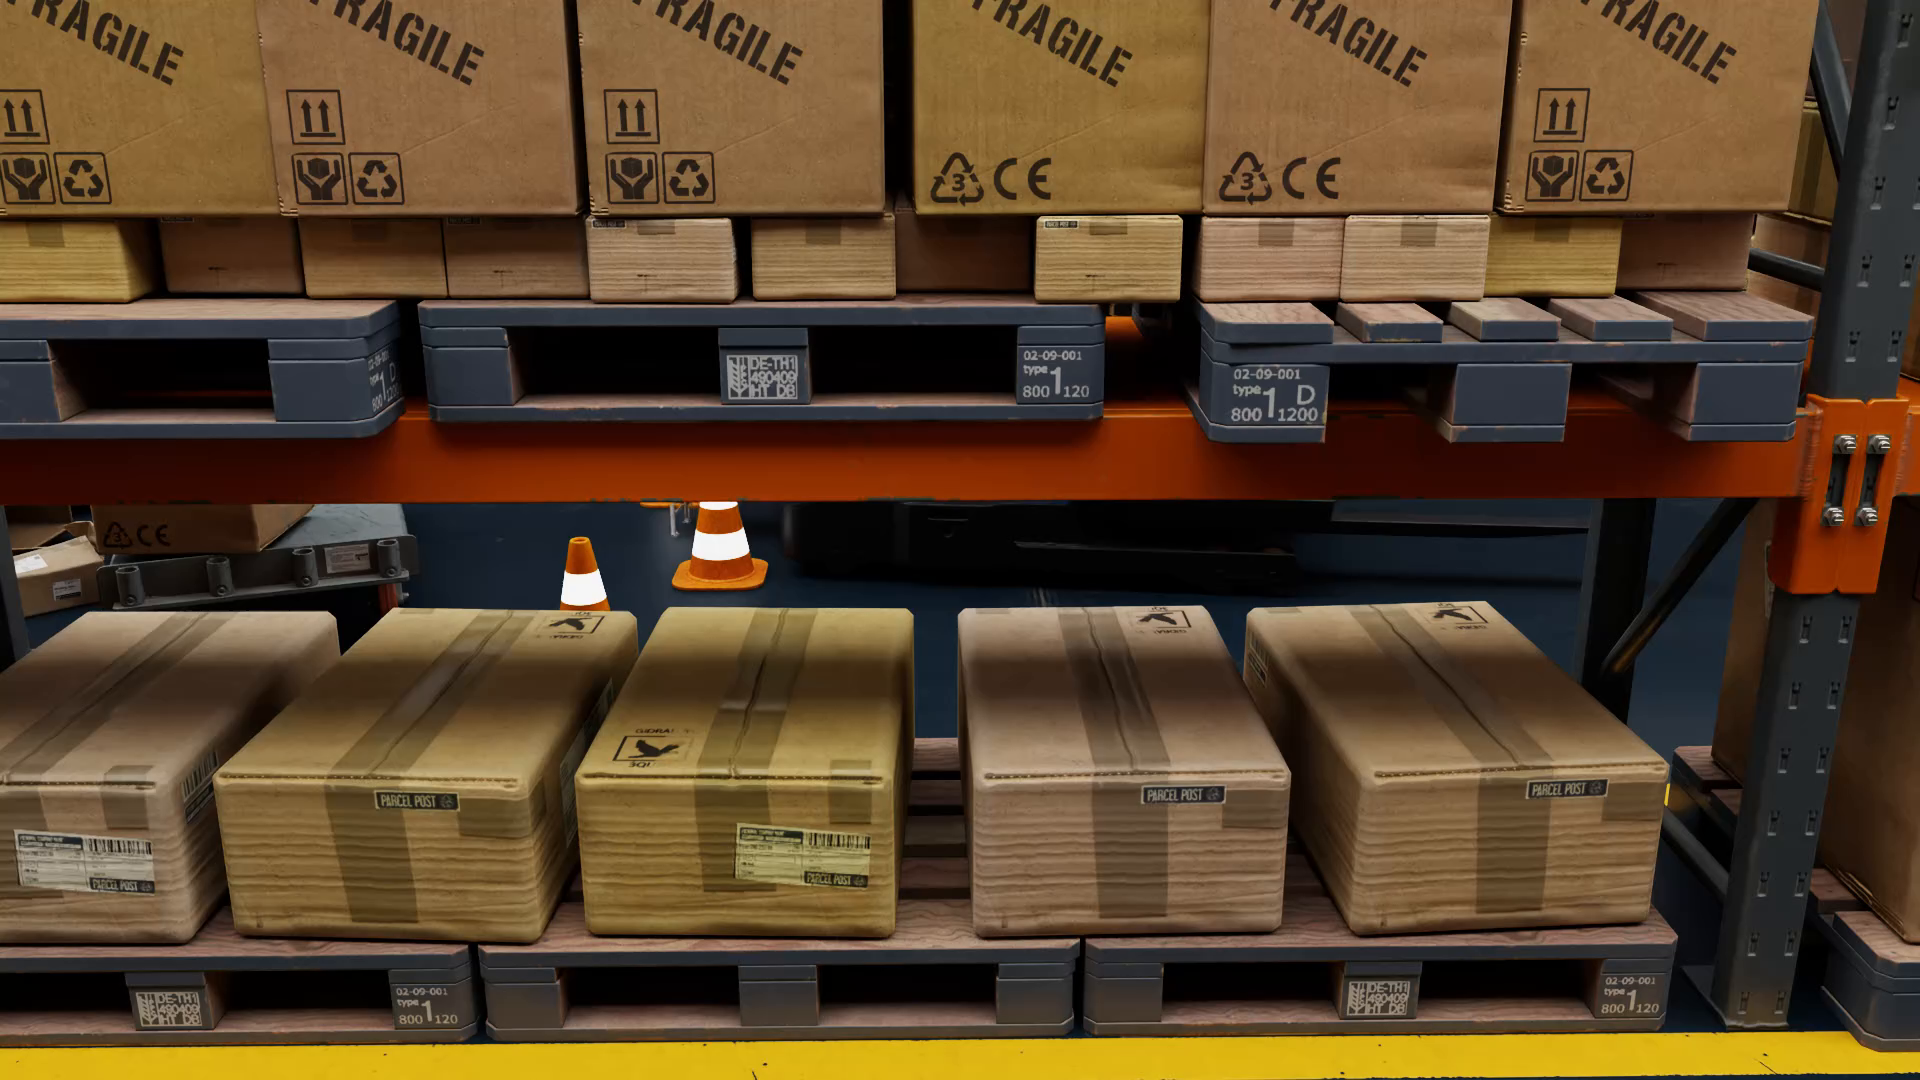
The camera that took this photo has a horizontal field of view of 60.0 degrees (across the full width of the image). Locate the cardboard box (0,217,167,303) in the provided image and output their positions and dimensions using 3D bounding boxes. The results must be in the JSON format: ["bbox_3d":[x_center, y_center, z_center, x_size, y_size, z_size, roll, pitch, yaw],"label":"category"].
[{"bbox_3d":[-1.566,-0.540,3.043,0.250,0.149,0.380,0,18,0],"label":"cardboard box"}]

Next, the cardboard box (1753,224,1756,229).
[{"bbox_3d":[4.191,-1.392,8.154,0.500,0.250,0.500,1,18,2],"label":"cardboard box"}]

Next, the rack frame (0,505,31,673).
[{"bbox_3d":[-2.374,-0.555,3.366,0.127,3.000,1.000,0,18,-1],"label":"rack frame"}]

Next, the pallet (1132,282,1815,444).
[{"bbox_3d":[0.915,-0.447,3.343,1.003,0.211,1.213,0,18,-1],"label":"pallet"}]

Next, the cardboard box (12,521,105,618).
[{"bbox_3d":[-3.222,0.096,5.815,0.396,0.266,0.258,-15,23,-39],"label":"cardboard box"}]

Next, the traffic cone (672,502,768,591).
[{"bbox_3d":[-0.882,-0.087,6.062,0.334,0.463,0.336,0,18,-1],"label":"traffic cone"}]

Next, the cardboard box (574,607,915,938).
[{"bbox_3d":[-0.435,0.485,3.740,0.625,0.372,0.950,0,18,1],"label":"cardboard box"}]

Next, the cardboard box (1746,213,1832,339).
[{"bbox_3d":[2.127,-0.584,3.704,0.500,0.250,0.500,-1,18,-3],"label":"cardboard box"}]

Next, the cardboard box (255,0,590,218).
[{"bbox_3d":[-0.905,-0.859,2.978,0.500,0.500,0.500,0,18,-1],"label":"cardboard box"}]

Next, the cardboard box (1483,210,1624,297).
[{"bbox_3d":[1.035,-0.558,3.099,0.250,0.149,0.380,0,18,0],"label":"cardboard box"}]

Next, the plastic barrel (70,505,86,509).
[{"bbox_3d":[-3.663,-0.365,6.993,0.421,0.421,0.512,14,22,37],"label":"plastic barrel"}]

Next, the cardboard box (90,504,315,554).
[{"bbox_3d":[-2.432,-0.269,5.327,0.500,0.500,0.500,0,18,-1],"label":"cardboard box"}]

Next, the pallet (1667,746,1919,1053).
[{"bbox_3d":[2.415,0.773,3.792,1.213,0.211,1.003,0,18,-1],"label":"pallet"}]

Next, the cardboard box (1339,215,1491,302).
[{"bbox_3d":[0.784,-0.543,3.052,0.250,0.149,0.380,0,18,-1],"label":"cardboard box"}]

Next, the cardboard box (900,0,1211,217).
[{"bbox_3d":[0.154,-0.867,3.003,0.500,0.500,0.500,-1,18,-5],"label":"cardboard box"}]

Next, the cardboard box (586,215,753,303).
[{"bbox_3d":[-0.512,-0.539,3.041,0.250,0.149,0.380,0,18,1],"label":"cardboard box"}]

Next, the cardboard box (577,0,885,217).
[{"bbox_3d":[-0.392,-0.865,2.996,0.500,0.500,0.500,-1,18,-3],"label":"cardboard box"}]

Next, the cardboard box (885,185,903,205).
[{"bbox_3d":[-0.057,-0.698,3.536,0.250,0.149,0.380,0,18,1],"label":"cardboard box"}]

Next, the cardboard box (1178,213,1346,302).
[{"bbox_3d":[0.532,-0.544,3.056,0.250,0.149,0.380,-1,18,-3],"label":"cardboard box"}]

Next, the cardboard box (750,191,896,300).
[{"bbox_3d":[-0.246,-0.549,3.073,0.250,0.149,0.380,-1,18,-3],"label":"cardboard box"}]

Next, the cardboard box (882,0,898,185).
[{"bbox_3d":[-0.380,-1.022,3.486,0.500,0.500,0.500,-1,18,-3],"label":"cardboard box"}]

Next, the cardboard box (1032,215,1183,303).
[{"bbox_3d":[0.257,-0.538,3.039,0.250,0.149,0.380,0,18,0],"label":"cardboard box"}]

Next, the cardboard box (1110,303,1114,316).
[{"bbox_3d":[0.836,-1.239,8.494,0.750,0.750,1.050,-1,18,-2],"label":"cardboard box"}]

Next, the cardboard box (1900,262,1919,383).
[{"bbox_3d":[2.119,-0.428,3.217,0.500,0.250,0.500,-1,18,-2],"label":"cardboard box"}]

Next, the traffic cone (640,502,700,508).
[{"bbox_3d":[-1.188,-0.403,7.047,0.334,0.463,0.336,0,18,-1],"label":"traffic cone"}]

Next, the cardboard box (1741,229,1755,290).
[{"bbox_3d":[3.663,-1.385,8.133,0.500,0.250,0.500,-1,18,-3],"label":"cardboard box"}]

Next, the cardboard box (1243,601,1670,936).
[{"bbox_3d":[1.061,0.477,3.765,0.625,0.372,0.950,-1,18,-5],"label":"cardboard box"}]

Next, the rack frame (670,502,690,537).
[{"bbox_3d":[-1.124,-0.619,6.513,0.015,1.200,0.240,2,18,5],"label":"rack frame"}]

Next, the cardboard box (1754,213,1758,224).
[{"bbox_3d":[4.171,-1.545,8.631,0.500,0.250,0.500,0,18,1],"label":"cardboard box"}]

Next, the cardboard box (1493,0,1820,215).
[{"bbox_3d":[1.176,-0.876,3.030,0.500,0.500,0.500,-1,18,-2],"label":"cardboard box"}]

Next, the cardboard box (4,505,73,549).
[{"bbox_3d":[-3.722,-0.200,6.125,0.503,0.637,0.797,0,18,-1],"label":"cardboard box"}]

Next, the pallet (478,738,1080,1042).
[{"bbox_3d":[-0.372,0.762,3.826,1.213,0.211,1.003,0,18,-1],"label":"pallet"}]

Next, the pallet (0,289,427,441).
[{"bbox_3d":[-1.607,-0.423,3.268,1.213,0.211,1.003,0,18,-1],"label":"pallet"}]

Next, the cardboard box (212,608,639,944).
[{"bbox_3d":[-1.131,0.489,3.728,0.625,0.372,0.950,1,18,3],"label":"cardboard box"}]

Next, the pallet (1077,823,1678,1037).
[{"bbox_3d":[0.844,0.757,3.842,1.213,0.211,1.003,0,18,-1],"label":"pallet"}]

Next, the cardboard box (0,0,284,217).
[{"bbox_3d":[-1.400,-0.861,2.983,0.500,0.500,0.500,0,18,-1],"label":"cardboard box"}]

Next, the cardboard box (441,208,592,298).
[{"bbox_3d":[-0.779,-0.554,3.086,0.250,0.149,0.380,0,18,0],"label":"cardboard box"}]

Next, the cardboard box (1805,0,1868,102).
[{"bbox_3d":[2.139,-1.180,3.515,0.500,0.500,0.500,-1,18,-2],"label":"cardboard box"}]

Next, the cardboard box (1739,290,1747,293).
[{"bbox_3d":[3.684,-1.030,8.254,0.500,0.500,0.500,-1,18,-2],"label":"cardboard box"}]

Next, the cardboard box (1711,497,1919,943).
[{"bbox_3d":[2.318,0.260,3.618,0.875,0.875,0.875,0,18,-1],"label":"cardboard box"}]

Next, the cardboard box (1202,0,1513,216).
[{"bbox_3d":[0.659,-0.870,3.012,0.500,0.500,0.500,-1,18,-2],"label":"cardboard box"}]

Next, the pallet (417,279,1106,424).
[{"bbox_3d":[-0.353,-0.461,3.387,1.213,0.211,1.003,0,18,-1],"label":"pallet"}]

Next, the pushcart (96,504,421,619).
[{"bbox_3d":[-2.460,-0.002,5.937,0.936,0.377,1.648,-7,19,-20],"label":"pushcart"}]

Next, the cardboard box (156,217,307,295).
[{"bbox_3d":[-1.284,-0.564,3.120,0.250,0.149,0.380,1,18,3],"label":"cardboard box"}]

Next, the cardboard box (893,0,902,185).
[{"bbox_3d":[0.120,-1.022,3.486,0.500,0.500,0.500,0,18,0],"label":"cardboard box"}]

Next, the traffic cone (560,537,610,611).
[{"bbox_3d":[-1.156,0.220,5.105,0.334,0.463,0.336,0,18,-1],"label":"traffic cone"}]

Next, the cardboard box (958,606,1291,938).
[{"bbox_3d":[0.323,0.483,3.746,0.625,0.372,0.950,-1,18,-2],"label":"cardboard box"}]

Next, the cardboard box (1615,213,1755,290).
[{"bbox_3d":[1.302,-0.581,3.172,0.250,0.149,0.380,0,18,1],"label":"cardboard box"}]

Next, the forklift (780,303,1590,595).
[{"bbox_3d":[0.886,-1.369,6.018,3.031,2.935,1.130,2,18,5],"label":"forklift"}]

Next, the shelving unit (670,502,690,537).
[{"bbox_3d":[-0.881,-0.612,6.491,0.503,1.200,0.258,2,18,5],"label":"shelving unit"}]

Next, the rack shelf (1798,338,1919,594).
[{"bbox_3d":[3.626,-0.241,3.566,4.000,0.370,1.077,0,18,-1],"label":"rack shelf"}]

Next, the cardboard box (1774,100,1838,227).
[{"bbox_3d":[2.106,-0.821,3.622,0.500,0.250,0.500,0,18,-1],"label":"cardboard box"}]

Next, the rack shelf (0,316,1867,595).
[{"bbox_3d":[-0.374,-0.222,3.506,4.000,0.370,1.077,0,18,-1],"label":"rack shelf"}]

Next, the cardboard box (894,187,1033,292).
[{"bbox_3d":[0.004,-0.576,3.155,0.250,0.149,0.380,0,18,0],"label":"cardboard box"}]

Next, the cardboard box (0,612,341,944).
[{"bbox_3d":[-1.849,0.493,3.714,0.625,0.372,0.950,0,18,0],"label":"cardboard box"}]

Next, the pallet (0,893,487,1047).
[{"bbox_3d":[-1.595,0.769,3.805,1.213,0.211,1.003,0,18,-1],"label":"pallet"}]

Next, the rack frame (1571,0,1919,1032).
[{"bbox_3d":[1.626,-0.574,3.426,0.127,3.000,1.000,0,18,-1],"label":"rack frame"}]

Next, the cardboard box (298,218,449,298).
[{"bbox_3d":[-1.026,-0.553,3.084,0.250,0.149,0.380,0,18,0],"label":"cardboard box"}]
